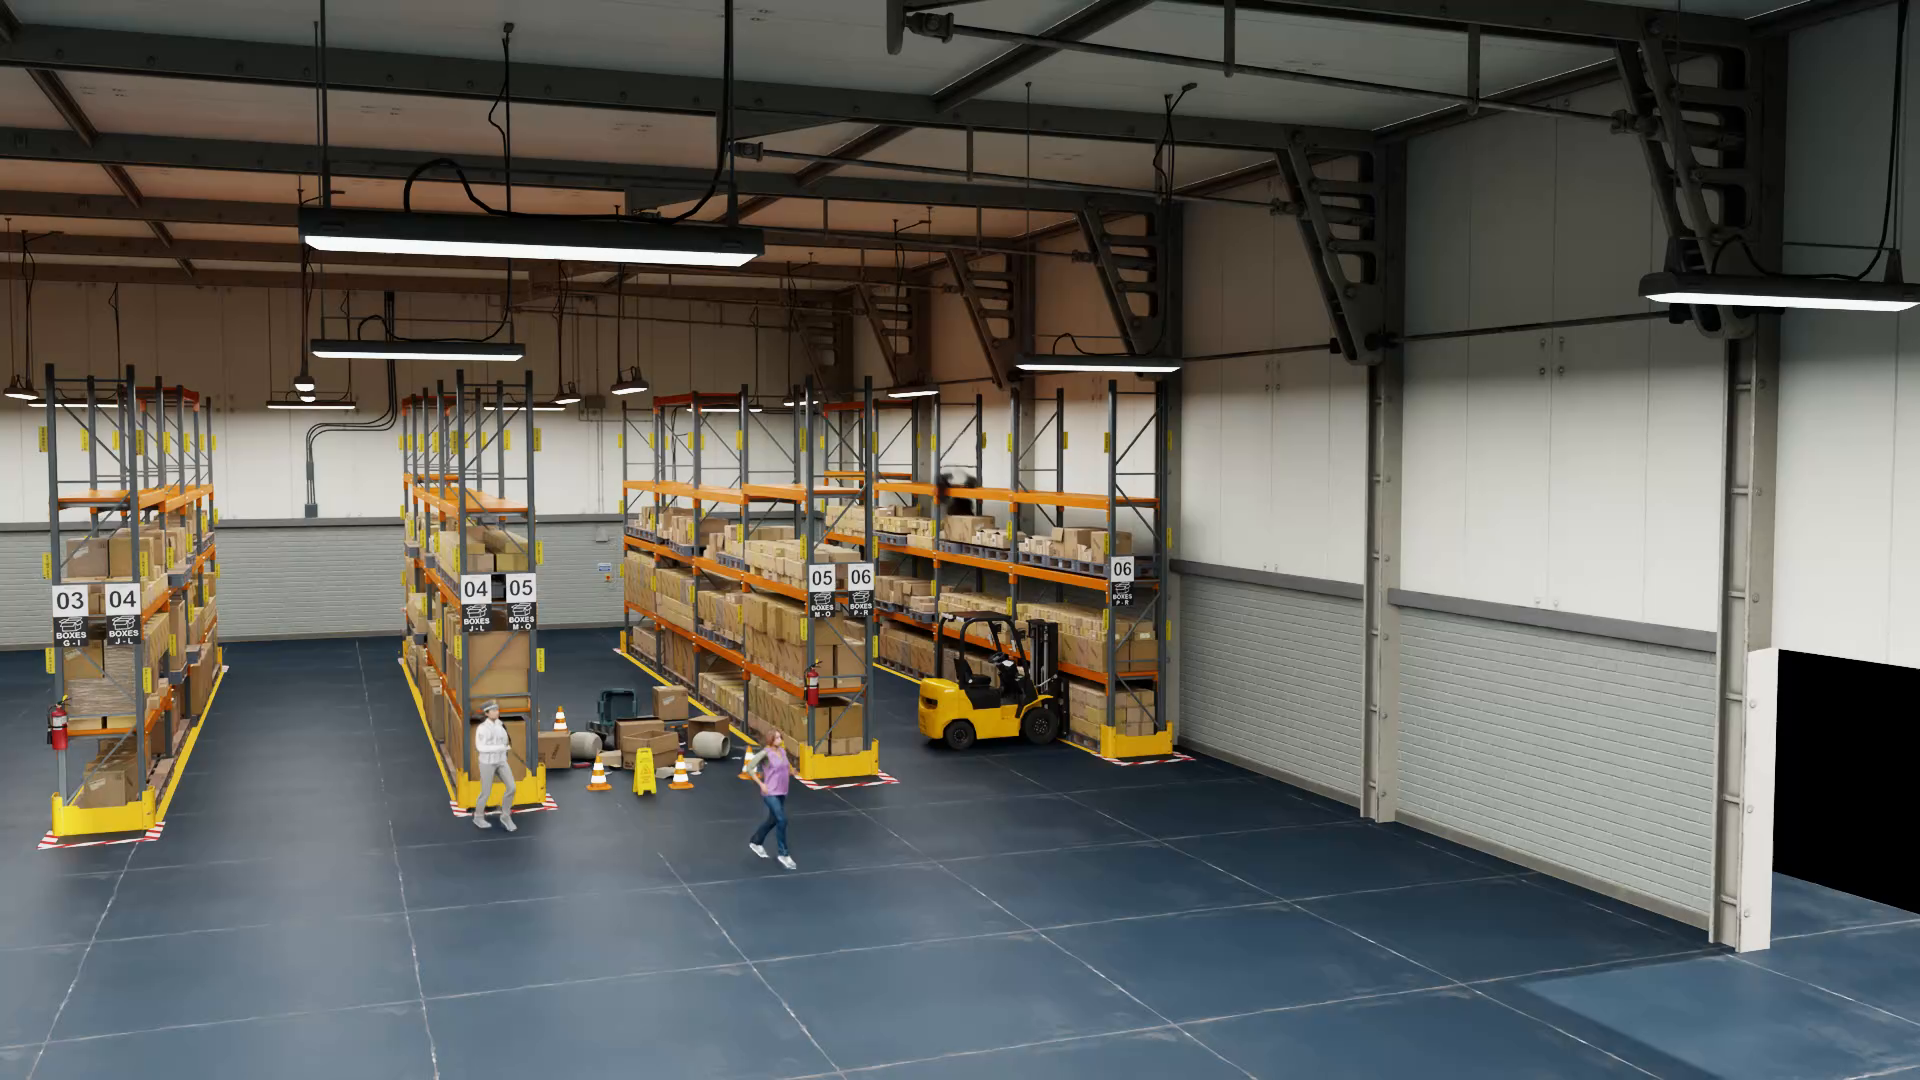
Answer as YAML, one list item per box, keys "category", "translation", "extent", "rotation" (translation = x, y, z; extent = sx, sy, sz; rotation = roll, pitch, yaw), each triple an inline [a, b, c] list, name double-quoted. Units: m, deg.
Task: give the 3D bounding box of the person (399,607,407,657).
- category: "person"
  translation: [-12.706, 1.897, 38.853]
  extent: [0.739, 1.746, 0.657]
  rotation: [-2, 4, -26]

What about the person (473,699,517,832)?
- category: "person"
  translation: [-5.998, 2.906, 21.412]
  extent: [0.693, 1.728, 0.622]
  rotation: [2, 4, 30]

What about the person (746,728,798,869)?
- category: "person"
  translation: [-2.217, 3.036, 19.699]
  extent: [0.734, 1.625, 0.530]
  rotation: [2, 4, 29]
